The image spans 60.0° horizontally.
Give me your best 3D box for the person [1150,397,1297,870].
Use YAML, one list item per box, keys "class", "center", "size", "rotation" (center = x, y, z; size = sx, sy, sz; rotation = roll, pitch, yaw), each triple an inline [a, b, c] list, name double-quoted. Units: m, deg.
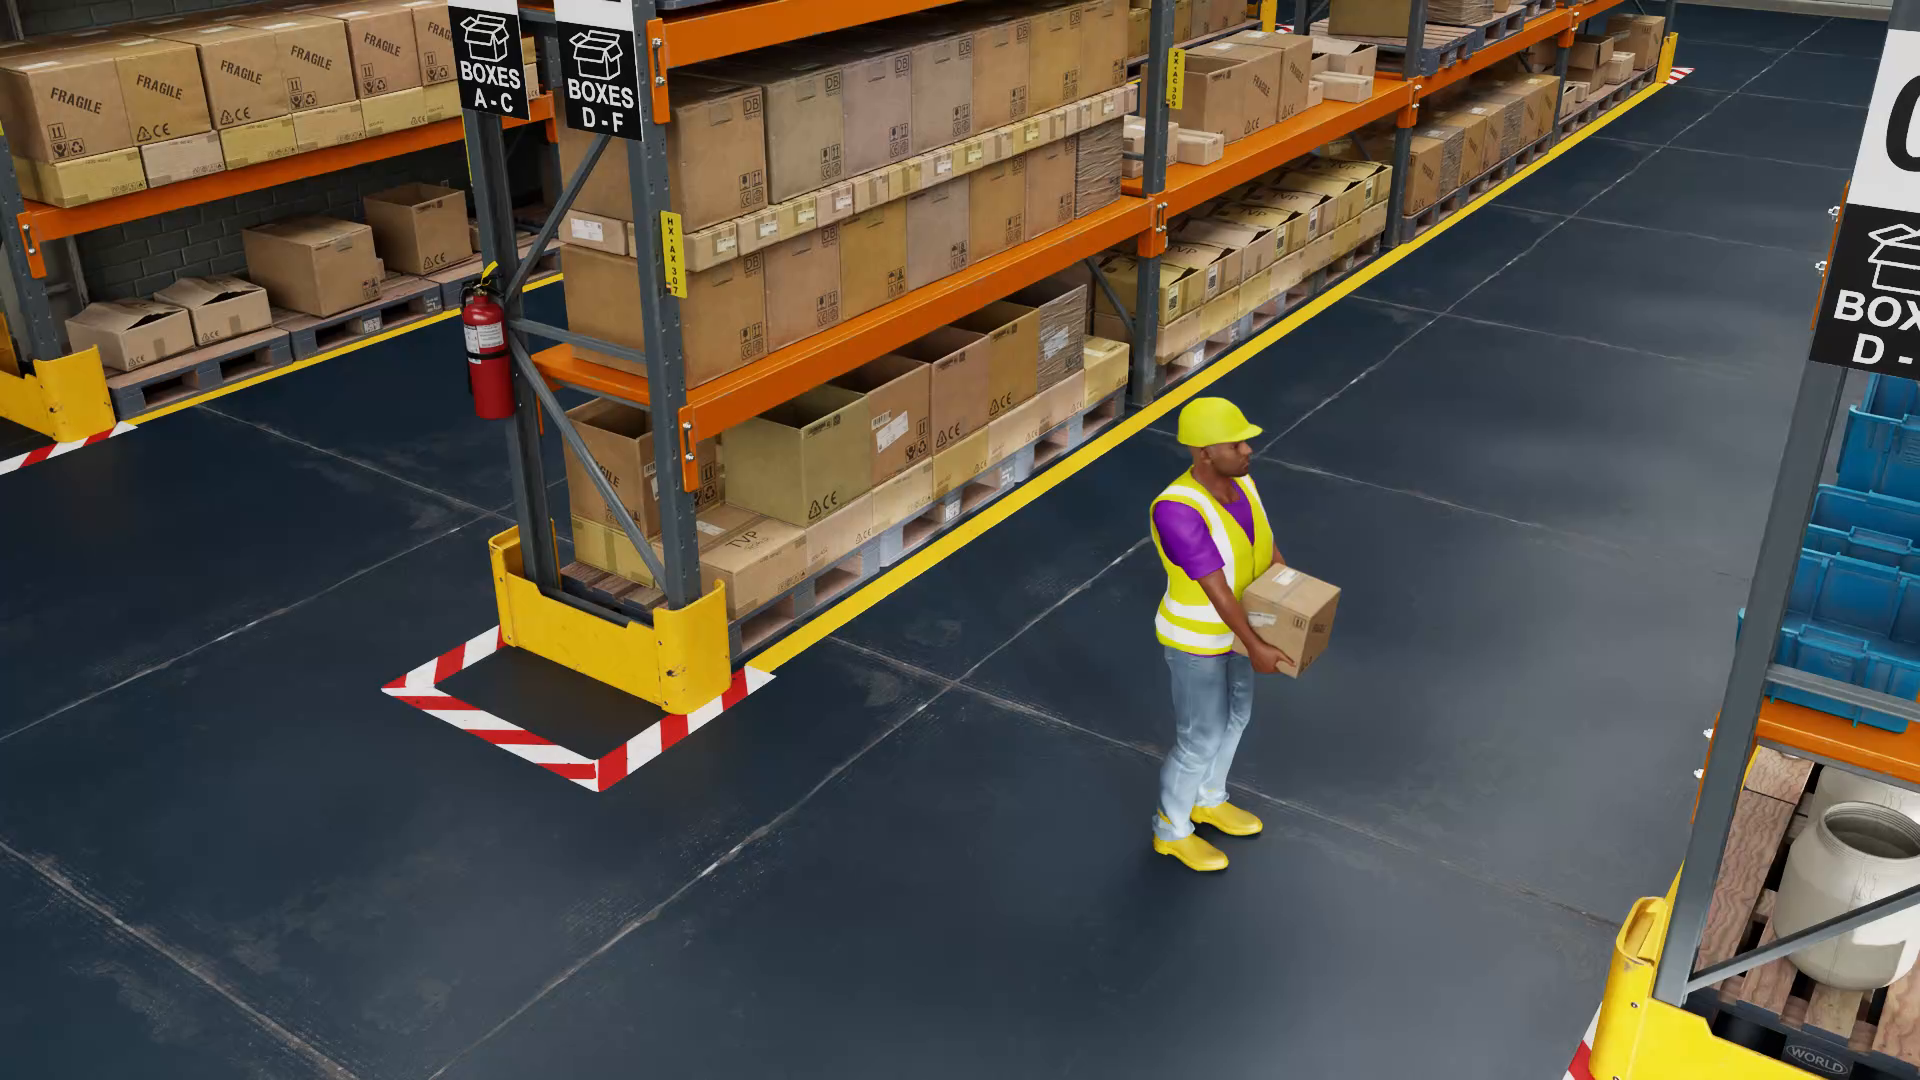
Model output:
- class: "person"
  center: [0.983, 0.356, 5.892]
  size: [0.587, 1.760, 0.503]
  rotation: [18, 32, 31]
